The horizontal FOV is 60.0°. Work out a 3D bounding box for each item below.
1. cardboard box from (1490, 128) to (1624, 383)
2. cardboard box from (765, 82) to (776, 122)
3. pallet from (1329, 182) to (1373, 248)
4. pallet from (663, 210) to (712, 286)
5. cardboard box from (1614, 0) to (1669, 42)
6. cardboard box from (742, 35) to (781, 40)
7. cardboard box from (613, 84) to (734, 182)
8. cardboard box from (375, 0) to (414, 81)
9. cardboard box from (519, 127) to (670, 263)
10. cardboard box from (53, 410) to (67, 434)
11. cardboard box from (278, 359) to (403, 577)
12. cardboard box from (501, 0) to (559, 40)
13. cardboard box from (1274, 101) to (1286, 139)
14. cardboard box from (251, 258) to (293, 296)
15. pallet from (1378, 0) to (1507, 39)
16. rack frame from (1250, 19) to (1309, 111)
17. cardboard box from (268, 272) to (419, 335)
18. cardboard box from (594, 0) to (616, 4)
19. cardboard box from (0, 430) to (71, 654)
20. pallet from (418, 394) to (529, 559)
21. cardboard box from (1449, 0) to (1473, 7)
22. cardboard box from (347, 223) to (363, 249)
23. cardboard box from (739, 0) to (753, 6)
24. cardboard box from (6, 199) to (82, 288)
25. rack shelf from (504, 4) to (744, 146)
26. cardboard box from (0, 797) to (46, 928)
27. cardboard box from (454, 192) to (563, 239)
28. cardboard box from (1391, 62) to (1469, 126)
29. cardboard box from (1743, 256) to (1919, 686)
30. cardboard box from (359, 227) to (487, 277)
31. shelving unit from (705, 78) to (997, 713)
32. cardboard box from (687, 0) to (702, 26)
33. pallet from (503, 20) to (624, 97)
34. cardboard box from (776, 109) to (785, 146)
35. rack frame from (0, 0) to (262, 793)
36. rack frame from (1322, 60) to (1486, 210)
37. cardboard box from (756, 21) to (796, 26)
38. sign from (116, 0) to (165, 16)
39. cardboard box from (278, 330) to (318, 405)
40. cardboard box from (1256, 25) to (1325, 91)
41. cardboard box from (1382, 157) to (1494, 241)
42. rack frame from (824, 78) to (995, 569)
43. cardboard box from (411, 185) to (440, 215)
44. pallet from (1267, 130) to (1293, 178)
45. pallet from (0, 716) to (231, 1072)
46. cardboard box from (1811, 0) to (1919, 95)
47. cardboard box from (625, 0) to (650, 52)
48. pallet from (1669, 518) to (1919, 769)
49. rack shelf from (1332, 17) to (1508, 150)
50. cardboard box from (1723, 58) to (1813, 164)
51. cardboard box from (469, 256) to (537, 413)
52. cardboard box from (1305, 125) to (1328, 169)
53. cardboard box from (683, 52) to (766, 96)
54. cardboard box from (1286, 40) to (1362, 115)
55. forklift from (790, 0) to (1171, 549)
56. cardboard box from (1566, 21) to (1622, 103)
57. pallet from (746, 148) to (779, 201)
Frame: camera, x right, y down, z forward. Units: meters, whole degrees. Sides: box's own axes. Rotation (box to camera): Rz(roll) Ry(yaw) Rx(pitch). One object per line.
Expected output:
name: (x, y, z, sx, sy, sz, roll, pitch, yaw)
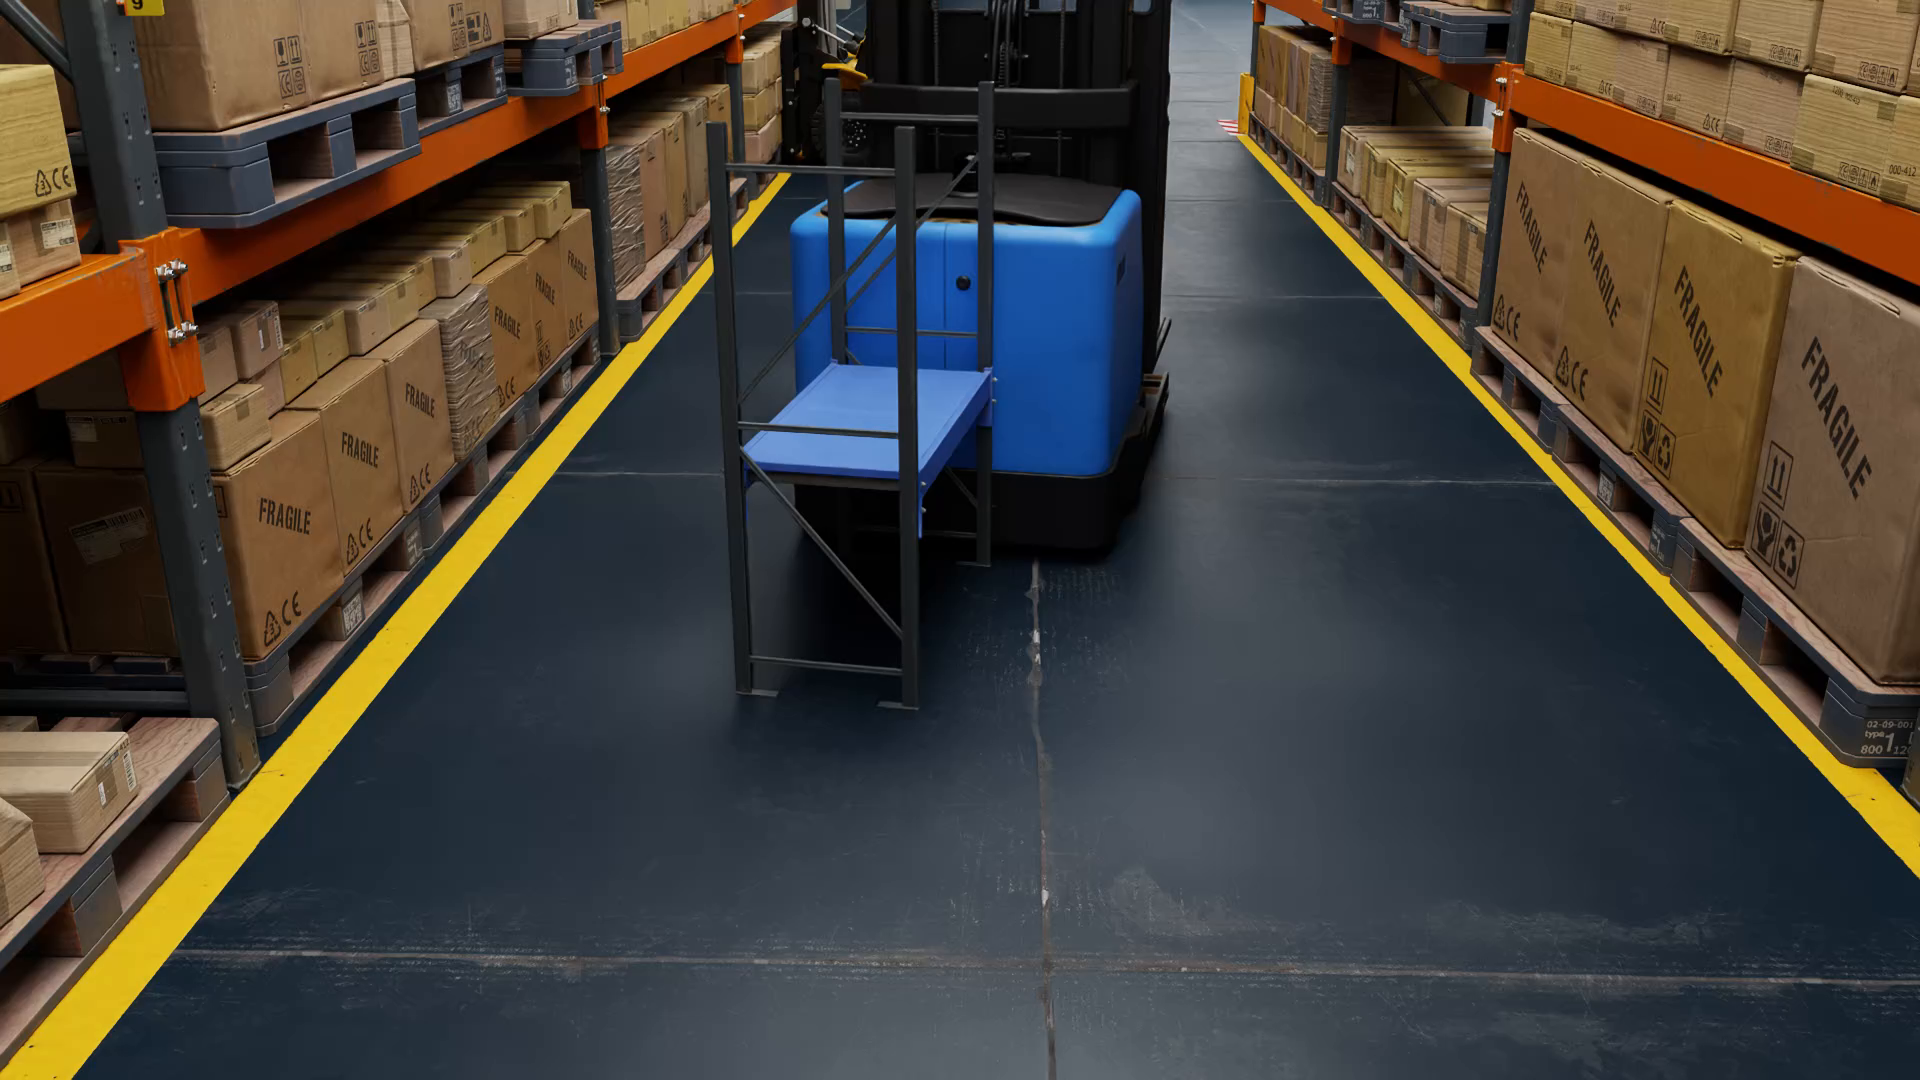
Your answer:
cardboard box: (2.762, -1.172, 6.759, 0.875, 0.875, 0.875, 0, 21, 1)
cardboard box: (-1.637, -3.215, 12.199, 0.500, 0.250, 0.500, 1, 21, 1)
pallet: (2.966, -2.080, 10.598, 1.003, 0.211, 1.213, 1, 21, 2)
pallet: (-1.991, -1.706, 9.633, 1.003, 0.211, 1.213, 1, 21, 2)
cardboard box: (2.560, -1.831, 5.618, 0.500, 0.250, 0.500, 1, 21, 1)
cardboard box: (-1.592, -3.821, 13.068, 0.500, 0.250, 0.500, 0, 21, 1)
cardboard box: (-1.978, -2.615, 10.823, 0.875, 0.625, 0.625, 2, 21, 4)
cardboard box: (-1.791, -1.454, 4.734, 0.396, 0.266, 0.258, 2, 21, 4)
cardboard box: (-2.050, -1.819, 8.773, 0.875, 0.625, 0.625, 1, 21, 3)
cardboard box: (-2.491, -0.387, 4.357, 0.380, 0.149, 0.250, 1, 21, 2)
cardboard box: (-1.971, -0.218, 4.819, 0.500, 0.500, 0.500, 0, 21, 1)
cardboard box: (-1.804, -2.009, 6.188, 0.500, 0.250, 0.500, 0, 21, -1)
cardboard box: (2.782, -3.351, 13.240, 0.500, 0.250, 0.500, 2, 21, 5)
cardboard box: (-2.459, -0.851, 5.554, 0.380, 0.149, 0.250, 0, 21, -1)
pallet: (2.886, -2.842, 8.972, 1.003, 0.211, 1.213, 1, 21, 2)
rack frame: (3.110, -5.108, 14.546, 1.000, 3.000, 0.127, 1, 21, 2)
cardboard box: (-1.963, -0.755, 5.306, 0.380, 0.149, 0.250, 1, 21, 4)
cardboard box: (-1.812, -2.589, 7.572, 0.500, 0.250, 0.500, 1, 21, 2)
cardboard box: (-2.497, -0.034, 4.344, 0.500, 0.500, 0.500, 1, 21, 1)
pallet: (-2.196, -0.259, 5.905, 1.003, 0.211, 1.213, 1, 21, 2)
cardboard box: (2.540, -2.604, 7.861, 0.380, 0.149, 0.250, 0, 21, 1)
cardboard box: (-2.486, -1.132, 6.279, 0.380, 0.149, 0.250, 0, 21, -1)
cardboard box: (-1.699, -3.919, 11.344, 0.500, 0.500, 0.500, 0, 21, 0)
cardboard box: (-1.974, -0.587, 3.243, 0.380, 0.149, 0.250, 1, 21, 2)
rack shelf: (-2.034, -2.656, 9.223, 1.077, 0.370, 4.000, 1, 21, 2)
cardboard box: (-1.951, 0.590, 3.060, 0.396, 0.266, 0.258, 1, 21, 4)
cardboard box: (-1.834, -1.321, 6.765, 0.380, 0.149, 0.250, 0, 21, -1)
cardboard box: (3.276, -3.135, 11.647, 0.500, 0.500, 0.500, 2, 21, 4)
cardboard box: (2.684, -0.199, 4.253, 0.875, 0.875, 0.875, 1, 21, 3)
cardboard box: (-1.947, -1.041, 6.044, 0.380, 0.149, 0.250, 0, 21, 1)
shelving unit: (-0.250, -0.450, 4.616, 0.538, 1.500, 1.048, 4, 22, 11)
cardboard box: (-1.783, -3.099, 9.576, 0.500, 0.250, 0.500, 1, 21, 2)
pallet: (-2.046, -1.933, 6.630, 1.213, 0.211, 1.003, 1, 21, 2)
cardboard box: (-1.628, -3.170, 12.772, 0.500, 0.250, 0.500, 1, 21, 3)
rack frame: (-2.217, -0.822, 3.502, 1.000, 3.000, 0.127, 1, 21, 2)
rack frame: (2.988, -3.662, 10.819, 1.000, 3.000, 0.127, 1, 21, 2)
cardboard box: (-1.554, -4.371, 14.486, 0.500, 0.250, 0.500, 1, 21, 3)
sign: (-1.674, -1.223, 3.337, 0.100, 0.325, 0.005, 1, 21, 2)
cardboard box: (-2.012, -0.476, 4.587, 0.380, 0.149, 0.250, 0, 21, -1)
cardboard box: (2.809, -4.074, 14.066, 0.500, 0.500, 0.500, 0, 21, 0)
cardboard box: (2.937, -1.931, 9.412, 0.950, 0.372, 0.625, 1, 21, 3)
rack frame: (-0.148, -0.630, 5.080, 0.500, 1.500, 0.032, 4, 22, 11)
cardboard box: (-2.422, -1.416, 7.011, 0.380, 0.149, 0.250, 2, 21, 4)
pallet: (3.007, -3.047, 13.090, 1.003, 0.211, 1.213, 1, 21, 2)
pallet: (-2.239, 0.726, 3.366, 1.003, 0.211, 1.213, 1, 21, 2)
cardboard box: (2.523, -1.275, 4.185, 0.500, 0.250, 0.500, 1, 21, 3)
cardboard box: (-1.817, -2.538, 8.131, 0.500, 0.250, 0.500, 0, 21, 0)
pallet: (2.693, 0.251, 4.590, 1.003, 0.211, 1.213, 1, 21, 2)
rack shelf: (2.927, -2.603, 9.086, 1.077, 0.370, 4.000, 1, 21, 2)
cardboard box: (2.557, -1.230, 4.761, 0.500, 0.250, 0.500, 0, 21, 0)
cardboard box: (-1.932, -0.774, 6.251, 0.500, 0.500, 0.500, 2, 21, 4)
cardboard box: (2.737, -2.792, 11.799, 0.500, 0.250, 0.500, 2, 21, 4)
cardboard box: (-1.645, -3.266, 11.639, 0.500, 0.250, 0.500, 0, 21, 1)
cardboard box: (2.766, -3.510, 12.613, 0.500, 0.500, 0.500, 2, 21, 4)
forklift: (0.255, -1.838, 6.214, 1.130, 2.935, 3.031, 4, 22, 11)
cardboard box: (2.602, -1.785, 6.191, 0.500, 0.250, 0.500, 0, 21, 0)
pallet: (-1.907, -2.702, 12.201, 1.003, 0.211, 1.213, 1, 21, 2)
